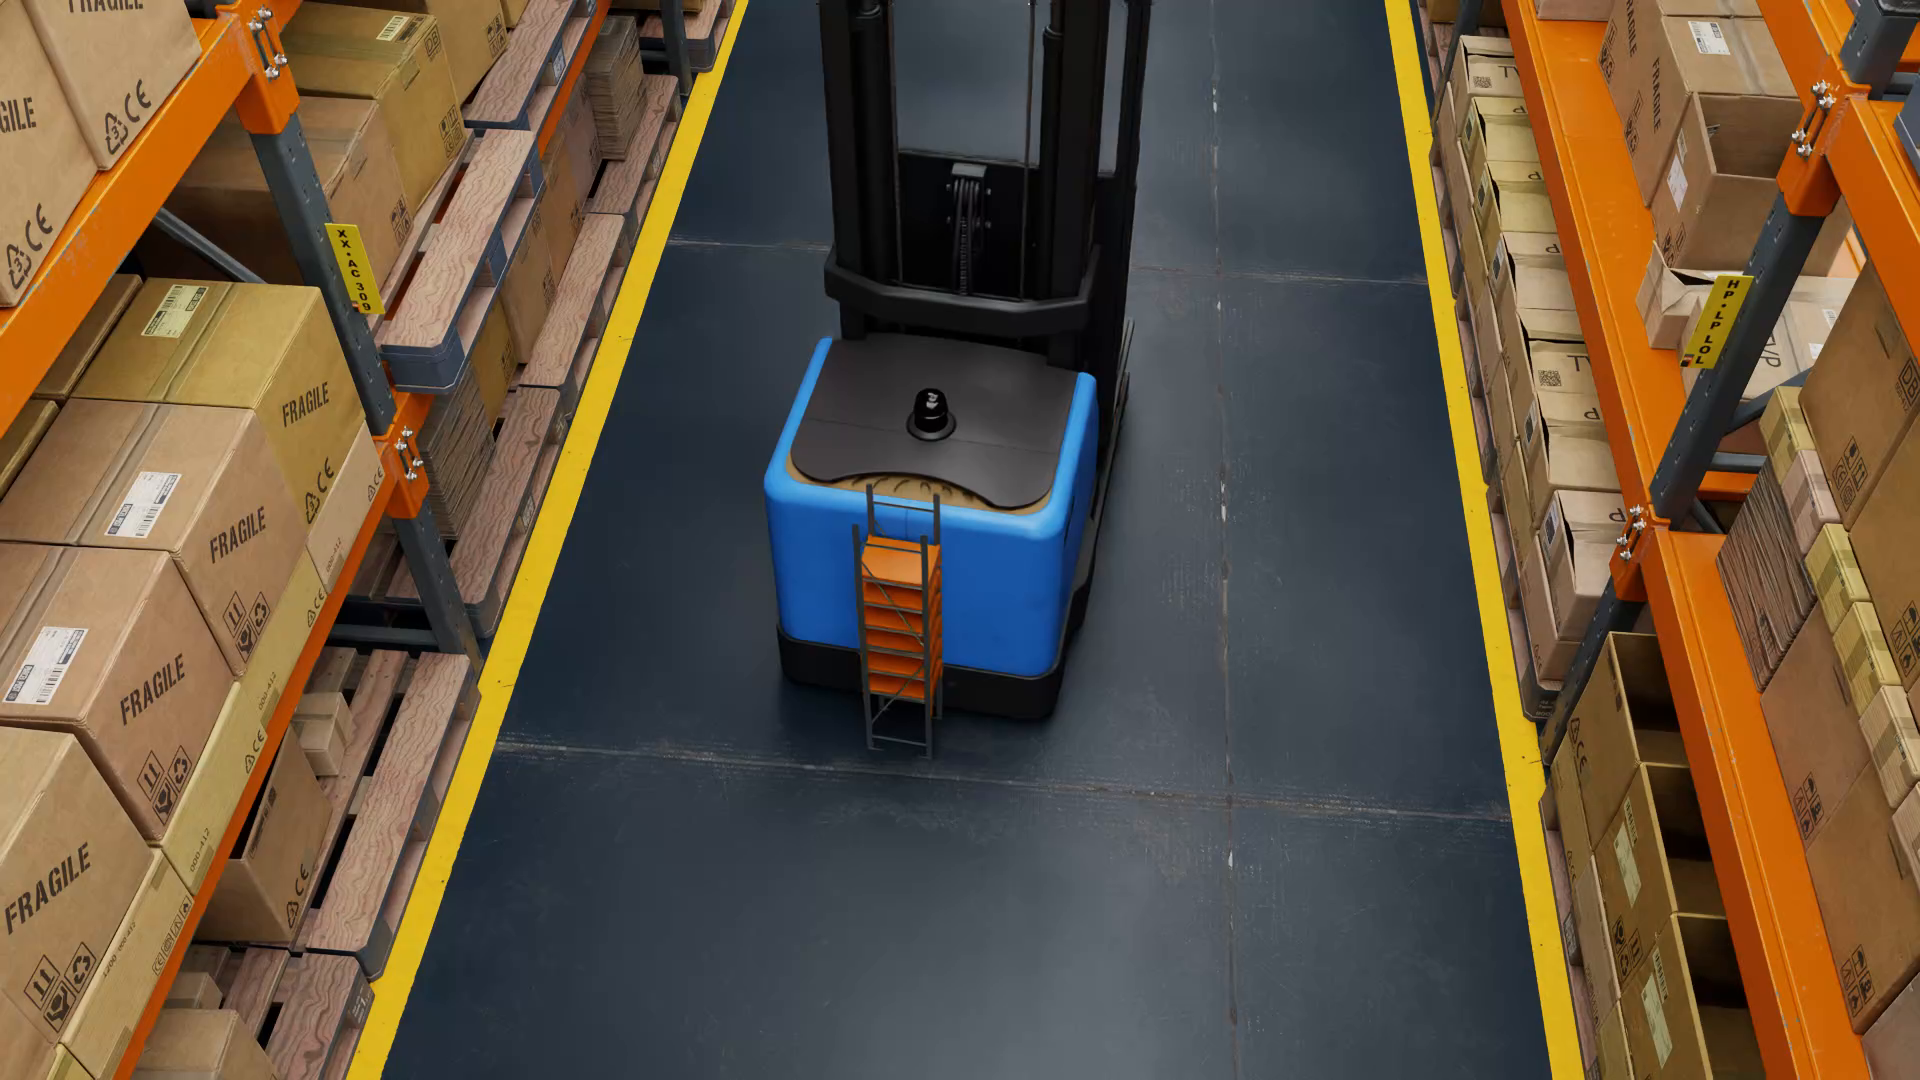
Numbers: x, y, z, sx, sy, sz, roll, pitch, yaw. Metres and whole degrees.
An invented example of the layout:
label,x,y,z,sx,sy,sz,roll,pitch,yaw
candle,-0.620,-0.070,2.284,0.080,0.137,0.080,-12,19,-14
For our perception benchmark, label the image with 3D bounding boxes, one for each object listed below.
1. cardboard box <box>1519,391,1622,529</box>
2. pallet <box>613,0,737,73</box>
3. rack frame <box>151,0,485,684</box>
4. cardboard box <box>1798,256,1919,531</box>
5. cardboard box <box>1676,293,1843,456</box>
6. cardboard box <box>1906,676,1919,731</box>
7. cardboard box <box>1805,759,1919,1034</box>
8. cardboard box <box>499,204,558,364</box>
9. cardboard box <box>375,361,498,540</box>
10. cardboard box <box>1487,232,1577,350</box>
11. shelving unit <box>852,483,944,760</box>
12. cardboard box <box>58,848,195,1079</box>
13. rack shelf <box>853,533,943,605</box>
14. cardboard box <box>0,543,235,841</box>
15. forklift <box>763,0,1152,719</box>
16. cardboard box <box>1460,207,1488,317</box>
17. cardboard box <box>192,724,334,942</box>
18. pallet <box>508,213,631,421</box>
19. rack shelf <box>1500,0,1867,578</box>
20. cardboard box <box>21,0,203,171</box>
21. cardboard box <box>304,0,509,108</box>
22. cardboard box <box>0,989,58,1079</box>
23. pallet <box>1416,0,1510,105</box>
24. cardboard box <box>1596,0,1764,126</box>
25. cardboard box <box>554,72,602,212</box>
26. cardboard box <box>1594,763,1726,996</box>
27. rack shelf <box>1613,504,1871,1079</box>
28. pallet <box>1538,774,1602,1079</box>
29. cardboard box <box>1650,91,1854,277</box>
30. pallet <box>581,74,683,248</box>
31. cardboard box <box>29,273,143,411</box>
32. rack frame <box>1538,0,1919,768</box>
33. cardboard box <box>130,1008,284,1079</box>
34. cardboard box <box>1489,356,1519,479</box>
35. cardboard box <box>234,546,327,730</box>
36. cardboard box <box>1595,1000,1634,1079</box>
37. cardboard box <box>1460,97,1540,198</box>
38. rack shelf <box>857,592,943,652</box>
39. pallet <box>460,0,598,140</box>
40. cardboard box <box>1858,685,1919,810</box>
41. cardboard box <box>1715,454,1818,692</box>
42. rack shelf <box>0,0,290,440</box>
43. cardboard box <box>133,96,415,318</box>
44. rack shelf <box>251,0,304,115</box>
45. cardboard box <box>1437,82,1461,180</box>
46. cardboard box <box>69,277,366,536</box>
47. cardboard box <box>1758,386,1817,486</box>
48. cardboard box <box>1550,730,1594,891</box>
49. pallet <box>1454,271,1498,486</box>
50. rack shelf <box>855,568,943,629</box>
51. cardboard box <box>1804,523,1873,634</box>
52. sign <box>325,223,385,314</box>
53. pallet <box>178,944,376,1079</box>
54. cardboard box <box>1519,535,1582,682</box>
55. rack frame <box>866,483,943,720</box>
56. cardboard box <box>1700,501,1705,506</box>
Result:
label,x,y,z,sx,sy,sz,roll,pitch,yaw
cardboard box,2.408,-0.304,6.220,0.500,0.311,0.500,5,48,5
pallet,-1.807,-3.104,9.472,1.003,0.211,1.213,4,48,4
rack frame,-2.318,-0.532,5.230,1.000,3.000,0.127,4,48,4
cardboard box,2.581,-0.347,4.113,0.700,0.500,0.500,4,48,4
cardboard box,2.616,-0.516,5.316,0.500,0.250,0.500,7,48,6
cardboard box,2.490,0.393,3.437,0.700,0.500,0.500,4,48,4
cardboard box,2.490,0.848,3.900,0.700,0.500,0.500,5,48,4
cardboard box,-2.184,-1.134,7.176,0.700,0.500,0.500,4,48,4
cardboard box,-2.268,-0.379,6.485,0.700,0.500,0.500,5,48,5
cardboard box,2.505,-1.040,6.893,0.500,0.311,0.500,3,48,3
shelving unit,-0.201,0.308,5.681,0.258,1.200,0.189,9,48,8
cardboard box,-2.188,0.986,3.929,0.500,0.250,0.500,4,48,4
rack shelf,-0.201,0.095,5.448,0.258,0.103,0.180,9,48,8
cardboard box,-2.150,0.364,3.991,0.500,0.500,0.500,3,48,2
forklift,0.126,-1.443,6.109,1.130,2.935,3.031,9,48,8
cardboard box,2.553,-1.238,7.454,0.500,0.250,0.500,3,48,2
cardboard box,-2.373,0.929,5.290,0.500,0.500,0.500,1,48,1
pallet,-2.140,-1.062,7.604,1.003,0.211,1.213,4,48,4
rack shelf,2.797,-1.428,6.537,1.077,0.370,4.000,4,48,4
cardboard box,-2.118,-1.195,3.722,0.500,0.500,0.500,5,48,5
cardboard box,-2.151,-1.982,6.190,0.700,0.500,0.500,10,48,9
cardboard box,-2.232,1.126,3.293,0.500,0.500,0.500,2,48,2
pallet,3.085,-2.746,9.144,1.003,0.211,1.213,4,48,4
cardboard box,2.843,-1.941,6.450,0.500,0.500,0.500,2,48,1
cardboard box,-2.130,-1.873,7.852,0.700,0.500,0.500,4,48,3
cardboard box,2.223,1.019,4.882,0.500,0.500,0.500,4,48,4
rack shelf,2.433,1.511,3.849,1.077,0.370,4.000,4,48,4
pallet,2.501,1.321,5.425,1.003,0.211,1.213,4,48,4
cardboard box,2.749,-1.186,5.760,0.500,0.500,0.500,7,48,6
pallet,-2.026,-1.956,8.422,1.003,0.211,1.213,4,48,4
cardboard box,-2.569,-0.410,4.698,0.500,0.500,0.500,3,48,3
rack frame,2.615,-0.202,4.928,1.000,3.000,0.127,4,48,4
cardboard box,-2.362,1.646,4.634,0.700,0.500,0.500,1,48,1
cardboard box,2.458,-0.487,6.767,0.500,0.250,0.500,5,48,4
cardboard box,-2.113,0.246,4.606,0.500,0.250,0.500,4,48,4
cardboard box,2.170,1.639,4.823,0.500,0.250,0.500,4,48,4
cardboard box,2.600,-1.792,7.581,0.500,0.311,0.500,3,48,3
rack shelf,-0.201,0.257,5.625,0.258,0.103,0.180,9,48,8
pallet,-2.093,-1.949,6.656,1.003,0.211,1.213,4,48,4
cardboard box,2.306,0.481,3.796,0.380,0.149,0.250,2,48,2
cardboard box,2.581,0.091,4.592,0.700,0.500,0.500,3,48,3
rack shelf,-2.501,0.168,3.044,1.077,0.370,4.000,4,48,4
cardboard box,-2.238,-1.086,5.370,0.700,0.500,0.500,4,48,4
rack shelf,-2.136,-2.771,5.732,1.077,0.370,4.000,4,48,4
cardboard box,2.639,-1.990,8.142,0.500,0.250,0.500,4,48,3
cardboard box,-2.053,-0.373,4.664,0.500,0.500,0.500,4,48,3
cardboard box,2.398,-0.270,4.483,0.380,0.149,0.250,4,48,3
cardboard box,2.271,0.905,5.494,0.500,0.250,0.500,4,48,4
pallet,2.752,-0.703,7.276,1.003,0.211,1.213,4,48,4
rack shelf,-0.201,0.176,5.537,0.258,0.103,0.180,9,48,8
cardboard box,2.353,0.104,4.140,0.380,0.149,0.250,3,48,3
sign,-1.777,-0.793,4.882,0.100,0.325,0.005,4,48,4
pallet,-2.453,1.804,4.983,1.003,0.211,1.213,4,48,4
cardboard box,2.364,0.260,6.084,0.500,0.250,0.500,3,48,3
rack frame,-0.183,0.242,5.741,0.240,1.200,0.006,9,48,8
cardboard box,2.952,-0.259,6.179,0.500,0.311,0.500,3,48,3
